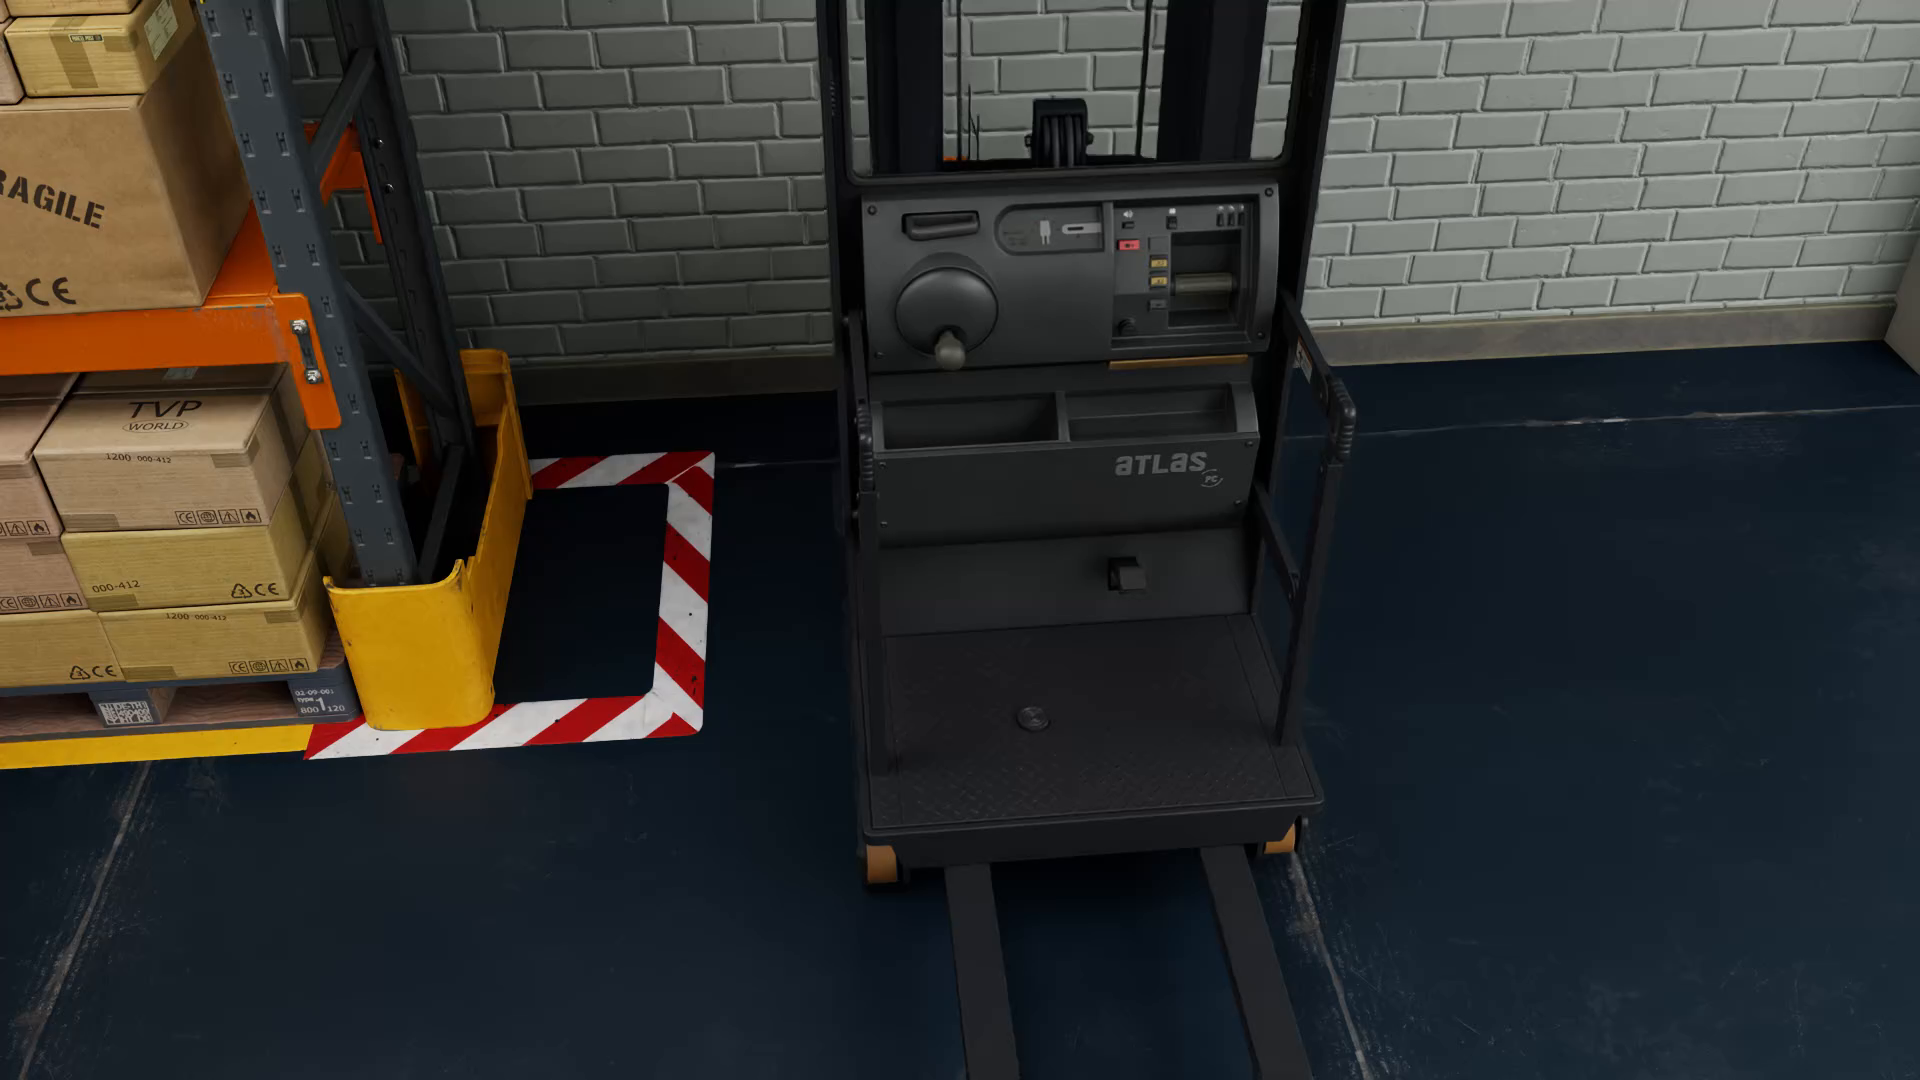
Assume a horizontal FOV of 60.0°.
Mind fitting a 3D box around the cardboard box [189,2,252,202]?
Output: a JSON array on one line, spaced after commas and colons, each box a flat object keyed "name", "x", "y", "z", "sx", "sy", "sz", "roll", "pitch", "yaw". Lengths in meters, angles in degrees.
[{"name": "cardboard box", "x": -2.069, "y": -1.200, "z": 4.268, "sx": 0.500, "sy": 0.500, "sz": 0.500, "roll": -2, "pitch": 38, "yaw": -3}]

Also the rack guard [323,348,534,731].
[{"name": "rack guard", "x": -1.527, "y": -0.036, "z": 4.892, "sx": 0.348, "sy": 0.500, "sz": 1.175, "roll": -3, "pitch": 38, "yaw": -4}]

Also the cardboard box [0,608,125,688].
[{"name": "cardboard box", "x": -2.488, "y": 0.141, "z": 4.531, "sx": 0.500, "sy": 0.250, "sz": 0.500, "roll": -3, "pitch": 38, "yaw": -4}]

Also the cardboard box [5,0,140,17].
[{"name": "cardboard box", "x": -1.890, "y": -1.277, "z": 3.602, "sx": 0.250, "sy": 0.149, "sz": 0.380, "roll": -3, "pitch": 38, "yaw": -4}]

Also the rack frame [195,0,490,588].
[{"name": "rack frame", "x": -1.551, "y": -1.016, "z": 4.116, "sx": 0.127, "sy": 3.000, "sz": 1.000, "roll": -3, "pitch": 38, "yaw": -4}]

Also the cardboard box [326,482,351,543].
[{"name": "cardboard box", "x": -2.058, "y": -0.195, "z": 4.957, "sx": 0.500, "sy": 0.250, "sz": 0.500, "roll": -3, "pitch": 38, "yaw": -4}]

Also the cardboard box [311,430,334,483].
[{"name": "cardboard box", "x": -2.038, "y": -0.400, "z": 4.813, "sx": 0.500, "sy": 0.250, "sz": 0.500, "roll": -2, "pitch": 38, "yaw": -3}]

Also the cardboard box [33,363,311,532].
[{"name": "cardboard box", "x": -1.982, "y": -0.276, "z": 4.252, "sx": 0.500, "sy": 0.250, "sz": 0.500, "roll": -2, "pitch": 38, "yaw": -2}]

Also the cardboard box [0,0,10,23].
[{"name": "cardboard box", "x": -2.132, "y": -1.244, "z": 3.561, "sx": 0.250, "sy": 0.149, "sz": 0.380, "roll": -3, "pitch": 38, "yaw": -4}]

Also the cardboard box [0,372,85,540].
[{"name": "cardboard box", "x": -2.491, "y": -0.245, "z": 4.212, "sx": 0.500, "sy": 0.250, "sz": 0.500, "roll": -2, "pitch": 38, "yaw": -3}]

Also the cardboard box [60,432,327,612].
[{"name": "cardboard box", "x": -2.009, "y": -0.078, "z": 4.405, "sx": 0.500, "sy": 0.250, "sz": 0.500, "roll": -4, "pitch": 38, "yaw": -5}]

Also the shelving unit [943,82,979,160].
[{"name": "shelving unit", "x": -0.051, "y": -0.850, "z": 5.358, "sx": 0.189, "sy": 1.200, "sz": 0.258, "roll": -4, "pitch": 38, "yaw": -5}]

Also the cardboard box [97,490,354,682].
[{"name": "cardboard box", "x": -1.991, "y": 0.119, "z": 4.558, "sx": 0.500, "sy": 0.250, "sz": 0.500, "roll": -3, "pitch": 38, "yaw": -4}]

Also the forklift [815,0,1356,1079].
[{"name": "forklift", "x": 0.272, "y": -0.516, "z": 3.538, "sx": 1.130, "sy": 2.935, "sz": 3.031, "roll": -3, "pitch": 38, "yaw": -4}]

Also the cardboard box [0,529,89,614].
[{"name": "cardboard box", "x": -2.509, "y": -0.057, "z": 4.378, "sx": 0.500, "sy": 0.250, "sz": 0.500, "roll": -3, "pitch": 38, "yaw": -4}]

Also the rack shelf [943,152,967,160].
[{"name": "rack shelf", "x": -0.051, "y": -1.098, "z": 5.163, "sx": 0.180, "sy": 0.103, "sz": 0.258, "roll": -4, "pitch": 38, "yaw": -5}]

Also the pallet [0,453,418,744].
[{"name": "pallet", "x": -2.309, "y": 0.146, "z": 4.894, "sx": 1.213, "sy": 0.211, "sz": 1.003, "roll": -3, "pitch": 38, "yaw": -4}]

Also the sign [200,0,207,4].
[{"name": "sign", "x": -1.517, "y": -1.228, "z": 3.259, "sx": 0.005, "sy": 0.325, "sz": 0.100, "roll": -3, "pitch": 38, "yaw": -4}]

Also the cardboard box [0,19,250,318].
[{"name": "cardboard box", "x": -2.018, "y": -0.866, "z": 3.846, "sx": 0.500, "sy": 0.500, "sz": 0.500, "roll": -4, "pitch": 38, "yaw": -5}]

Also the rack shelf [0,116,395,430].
[{"name": "rack shelf", "x": -3.544, "y": -0.624, "z": 4.200, "sx": 4.000, "sy": 0.370, "sz": 1.077, "roll": -3, "pitch": 38, "yaw": -4}]

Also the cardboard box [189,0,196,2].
[{"name": "cardboard box", "x": -1.912, "y": -1.451, "z": 4.064, "sx": 0.250, "sy": 0.149, "sz": 0.380, "roll": -4, "pitch": 38, "yaw": -5}]

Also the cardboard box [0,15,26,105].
[{"name": "cardboard box", "x": -2.124, "y": -1.086, "z": 3.600, "sx": 0.250, "sy": 0.149, "sz": 0.380, "roll": -3, "pitch": 38, "yaw": -3}]

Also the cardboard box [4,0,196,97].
[{"name": "cardboard box", "x": -1.872, "y": -1.118, "z": 3.641, "sx": 0.250, "sy": 0.149, "sz": 0.380, "roll": -3, "pitch": 38, "yaw": -3}]

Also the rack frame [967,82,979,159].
[{"name": "rack frame", "x": 0.040, "y": -0.857, "z": 5.367, "sx": 0.006, "sy": 1.200, "sz": 0.240, "roll": -4, "pitch": 38, "yaw": -5}]
